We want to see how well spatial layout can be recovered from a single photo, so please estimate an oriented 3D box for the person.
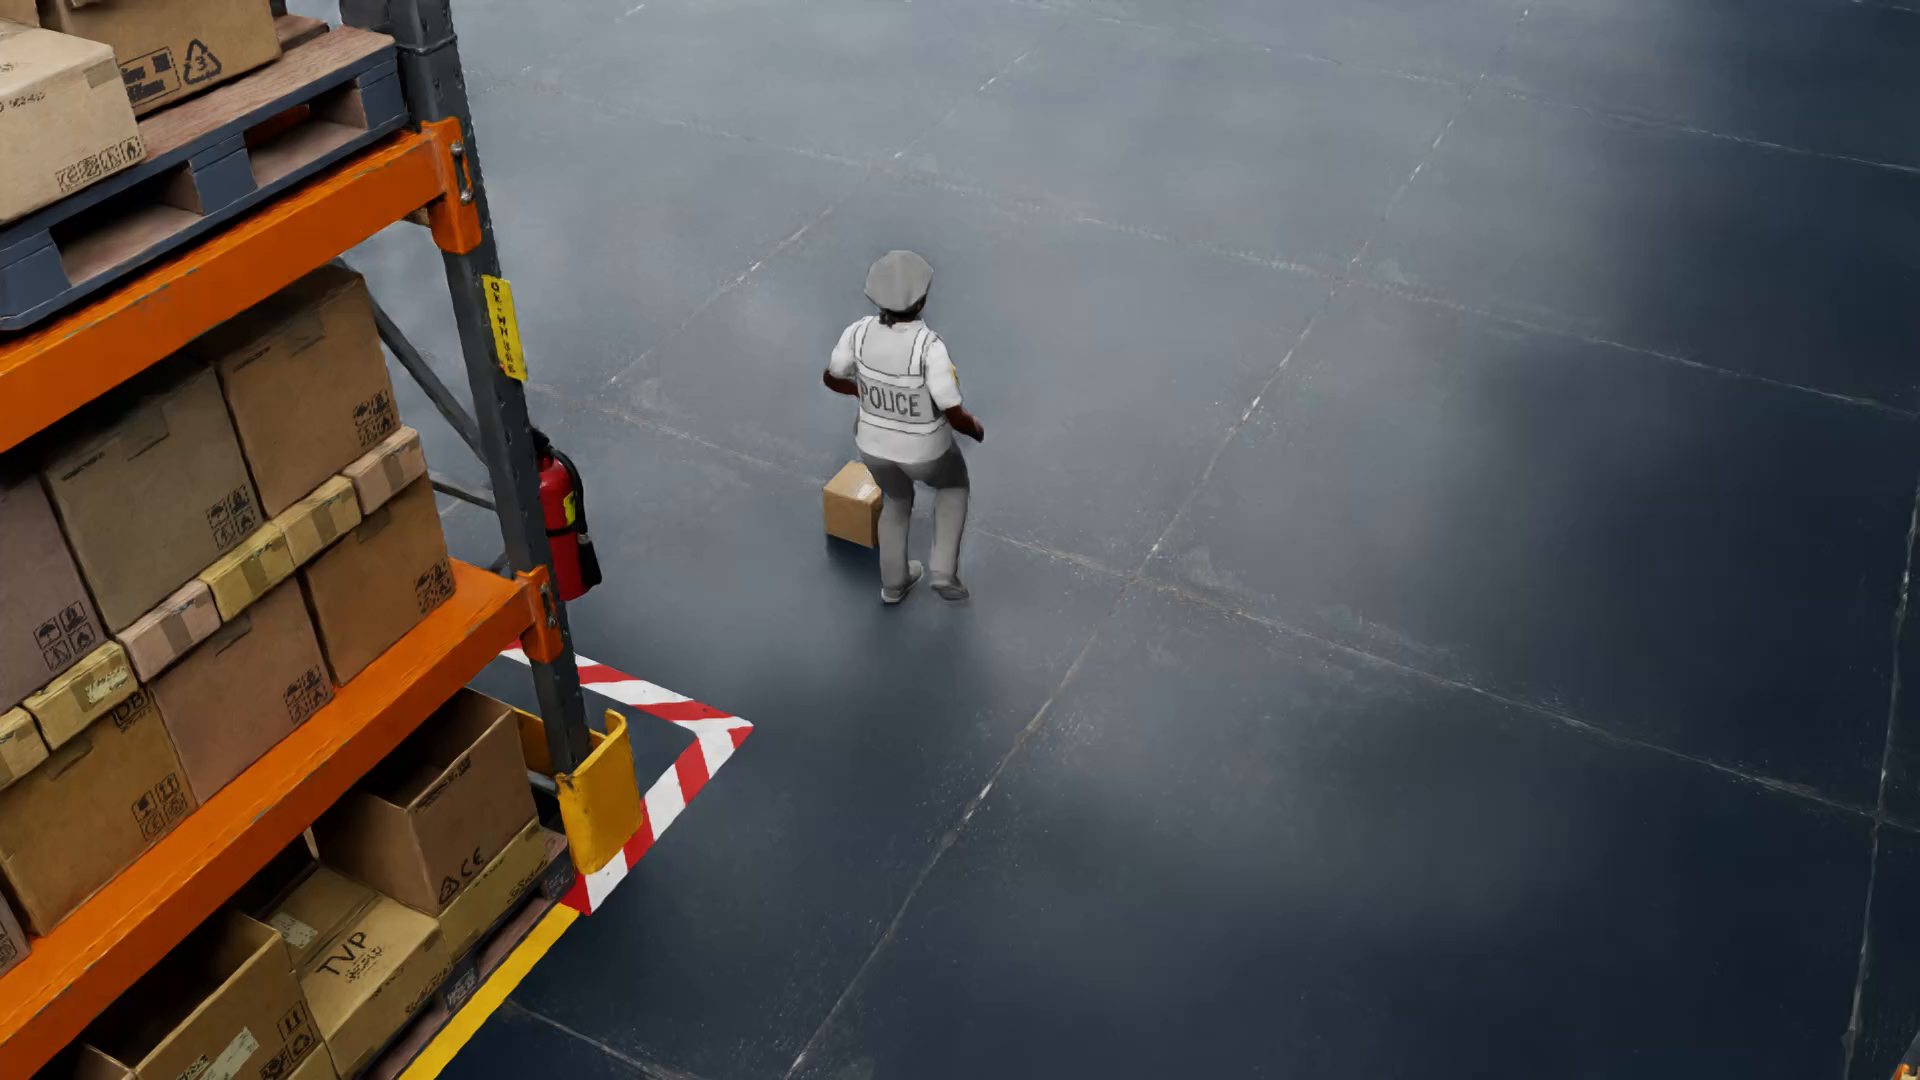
[{"bbox_3d":[-0.209,-0.437,6.708,0.632,1.671,0.465,11,40,14],"label":"person"}]
